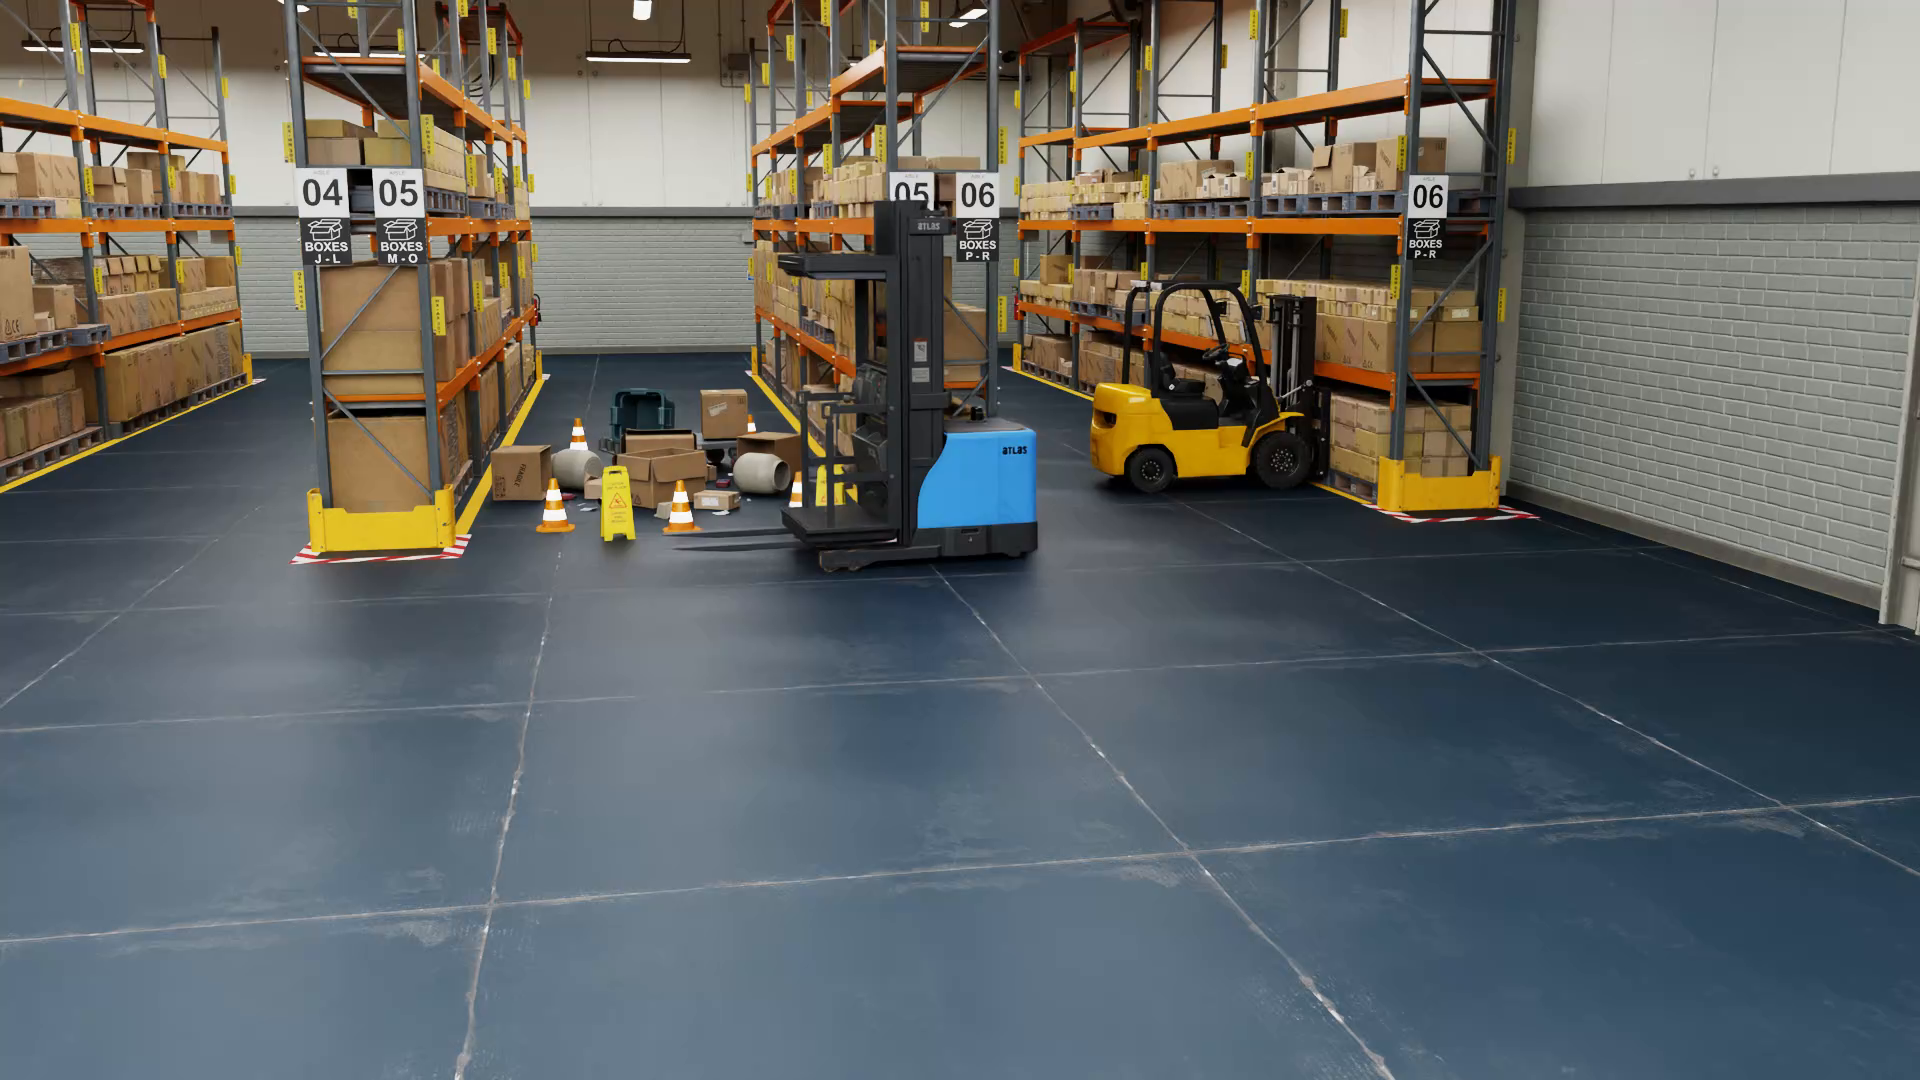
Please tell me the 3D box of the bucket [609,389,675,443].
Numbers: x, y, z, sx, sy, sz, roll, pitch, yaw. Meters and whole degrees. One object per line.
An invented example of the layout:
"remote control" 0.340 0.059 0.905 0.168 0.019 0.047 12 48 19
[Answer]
"bucket" -3.482 -1.357 18.491 0.726 0.611 0.620 2 1 9

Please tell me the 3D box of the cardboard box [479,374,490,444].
"cardboard box" -6.163 -1.548 19.700 1.050 0.750 0.750 -2 11 -11

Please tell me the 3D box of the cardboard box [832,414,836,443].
"cardboard box" -1.039 -1.369 19.773 0.950 0.372 0.625 -2 11 -10

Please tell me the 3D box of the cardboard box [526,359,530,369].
"cardboard box" -7.393 -2.939 27.819 0.380 0.149 0.250 -2 11 -10

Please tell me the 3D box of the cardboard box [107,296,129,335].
"cardboard box" -11.363 -2.974 22.030 0.500 0.500 0.500 -2 11 -13

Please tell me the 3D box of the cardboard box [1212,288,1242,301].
"cardboard box" 3.404 -3.098 20.949 0.380 0.149 0.250 -2 11 -13

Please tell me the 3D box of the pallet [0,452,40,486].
"pallet" -10.808 -0.770 18.178 1.003 0.211 1.213 -2 11 -11

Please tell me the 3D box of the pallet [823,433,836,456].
"pallet" -1.087 -1.131 20.072 1.003 0.211 1.213 -2 11 -11

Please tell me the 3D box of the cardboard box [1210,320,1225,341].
"cardboard box" 3.476 -2.640 20.946 0.500 0.250 0.500 -2 11 -11

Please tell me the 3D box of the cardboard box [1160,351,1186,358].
"cardboard box" 3.208 -2.769 25.049 0.380 0.149 0.250 -2 11 -10

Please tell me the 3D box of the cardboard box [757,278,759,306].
"cardboard box" -3.331 -4.417 29.616 0.500 0.500 0.500 -2 11 -12

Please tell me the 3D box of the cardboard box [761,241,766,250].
"cardboard box" -3.210 -5.056 28.564 0.380 0.149 0.250 -2 11 -12

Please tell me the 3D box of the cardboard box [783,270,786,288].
"cardboard box" -2.359 -3.995 24.723 0.500 0.500 0.500 -2 11 -12

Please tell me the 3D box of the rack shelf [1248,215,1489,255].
"rack shelf" 4.323 -3.292 17.873 1.077 0.370 4.000 -2 11 -11

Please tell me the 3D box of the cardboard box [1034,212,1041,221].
"cardboard box" 1.549 -5.831 29.959 0.380 0.149 0.250 -2 11 -11

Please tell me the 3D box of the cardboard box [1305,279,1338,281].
"cardboard box" 4.292 -3.005 19.665 0.380 0.149 0.250 -2 11 -11

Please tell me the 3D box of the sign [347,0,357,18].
"sign" -6.300 -5.582 17.247 0.100 0.325 0.005 -2 11 -11

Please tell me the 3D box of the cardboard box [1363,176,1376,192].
"cardboard box" 4.253 -3.552 16.594 0.380 0.149 0.250 -2 11 -13

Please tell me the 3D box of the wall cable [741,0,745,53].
"wall cable" -5.678 -11.742 34.671 2.355 3.000 0.029 -2 11 -11

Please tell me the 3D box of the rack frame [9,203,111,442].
"rack frame" -11.433 -2.731 21.022 1.000 3.000 0.127 -2 11 -11

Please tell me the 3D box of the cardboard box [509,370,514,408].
"cardboard box" -6.537 -2.102 23.281 0.500 0.500 0.500 -2 11 -10

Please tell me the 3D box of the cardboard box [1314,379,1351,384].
"cardboard box" 4.333 -1.710 19.215 0.500 0.250 0.500 -2 11 -12

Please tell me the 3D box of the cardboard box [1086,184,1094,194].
"cardboard box" 2.211 -5.546 26.278 0.380 0.149 0.250 -2 11 -12

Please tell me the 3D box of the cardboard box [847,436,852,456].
"cardboard box" -0.970 -0.998 18.147 0.500 0.250 0.500 -1 11 -8

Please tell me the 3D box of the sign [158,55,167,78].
"sign" -11.681 -6.931 24.336 0.100 0.325 0.005 -2 11 -11

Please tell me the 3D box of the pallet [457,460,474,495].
"pallet" -5.699 -0.647 17.531 1.003 0.211 1.213 -2 11 -11

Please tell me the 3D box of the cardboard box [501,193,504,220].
"cardboard box" -6.502 -4.621 22.664 0.500 0.500 0.500 -2 11 -11

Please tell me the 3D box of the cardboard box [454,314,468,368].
"cardboard box" -5.558 -2.066 17.125 0.875 0.550 0.550 -2 11 -11

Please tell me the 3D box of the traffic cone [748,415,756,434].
"traffic cone" -2.549 -1.288 20.226 0.336 0.463 0.334 -2 11 -11

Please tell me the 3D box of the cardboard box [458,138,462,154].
"cardboard box" -5.337 -4.055 17.103 0.380 0.149 0.250 -2 11 -11

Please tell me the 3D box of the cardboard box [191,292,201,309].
"cardboard box" -12.137 -3.724 25.846 0.500 0.250 0.500 -2 11 -11

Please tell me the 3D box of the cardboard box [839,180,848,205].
"cardboard box" -1.008 -3.719 17.795 0.500 0.250 0.500 -2 11 -11

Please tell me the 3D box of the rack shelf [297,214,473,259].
"rack shelf" -5.381 -2.912 15.878 1.077 0.370 4.000 -2 11 -11

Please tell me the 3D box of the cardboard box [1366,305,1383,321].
"cardboard box" 4.291 -2.272 16.610 0.380 0.149 0.250 -2 11 -10

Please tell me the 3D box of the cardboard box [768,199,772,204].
"cardboard box" -2.928 -5.593 27.008 0.396 0.266 0.258 -2 11 -9

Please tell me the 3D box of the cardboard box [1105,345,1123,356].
"cardboard box" 2.502 -2.990 26.213 0.380 0.149 0.250 -2 11 -9

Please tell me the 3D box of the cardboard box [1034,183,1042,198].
"cardboard box" 1.631 -6.255 29.785 0.500 0.250 0.500 -2 11 -12

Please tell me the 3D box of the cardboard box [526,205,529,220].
"cardboard box" -7.650 -5.593 28.437 0.500 0.250 0.500 -2 11 -11

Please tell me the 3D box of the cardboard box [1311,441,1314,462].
"cardboard box" 4.012 -1.014 18.230 0.500 0.250 0.500 -2 11 -9

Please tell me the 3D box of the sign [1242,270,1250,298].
"sign" 3.404 -3.047 19.799 0.100 0.325 0.005 -2 11 -11

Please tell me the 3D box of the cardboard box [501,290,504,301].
"cardboard box" -6.753 -3.503 23.833 0.380 0.149 0.250 -2 11 -9

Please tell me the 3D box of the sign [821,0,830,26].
"sign" -1.478 -5.820 18.287 0.100 0.325 0.005 -2 11 -11

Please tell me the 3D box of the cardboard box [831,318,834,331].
"cardboard box" -1.305 -2.525 19.488 0.380 0.149 0.250 -2 11 -10

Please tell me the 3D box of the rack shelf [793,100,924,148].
"rack shelf" -1.323 -5.122 20.532 1.077 0.370 4.000 -2 11 -11

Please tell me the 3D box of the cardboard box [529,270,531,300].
"cardboard box" -7.669 -4.388 28.663 0.500 0.500 0.500 -2 11 -12

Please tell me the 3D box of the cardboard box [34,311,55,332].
"cardboard box" -10.844 -2.575 19.440 0.396 0.266 0.258 -2 11 -13

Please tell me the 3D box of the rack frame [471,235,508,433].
"rack frame" -6.548 -2.893 21.872 1.000 3.000 0.127 -2 11 -11

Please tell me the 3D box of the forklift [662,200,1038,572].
"forklift" -0.926 -1.294 13.658 3.031 2.935 1.130 -3 11 -17

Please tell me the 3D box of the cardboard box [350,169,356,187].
"cardboard box" -5.438 -3.126 14.357 0.380 0.149 0.250 -2 11 -11

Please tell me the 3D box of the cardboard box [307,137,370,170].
"cardboard box" -5.361 -3.307 14.239 0.500 0.250 0.500 -2 11 -10

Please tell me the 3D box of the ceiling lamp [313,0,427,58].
"ceiling lamp" -11.024 -10.597 30.695 2.000 3.185 0.800 -2 11 -11

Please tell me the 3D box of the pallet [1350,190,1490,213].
"pallet" 4.600 -3.366 16.573 1.003 0.211 1.213 -2 11 -11

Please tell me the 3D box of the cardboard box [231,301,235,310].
"cardboard box" -12.545 -3.974 28.224 0.380 0.149 0.250 -2 11 -10

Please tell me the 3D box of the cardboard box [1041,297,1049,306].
"cardboard box" 1.668 -4.260 29.730 0.380 0.149 0.250 -2 11 -10

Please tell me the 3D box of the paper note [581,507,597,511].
"paper note" -3.624 -0.308 16.237 0.144 0.017 0.142 2 11 9

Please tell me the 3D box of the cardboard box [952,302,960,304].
"cardboard box" -0.287 -2.198 17.157 0.500 0.500 0.500 -2 11 -12
